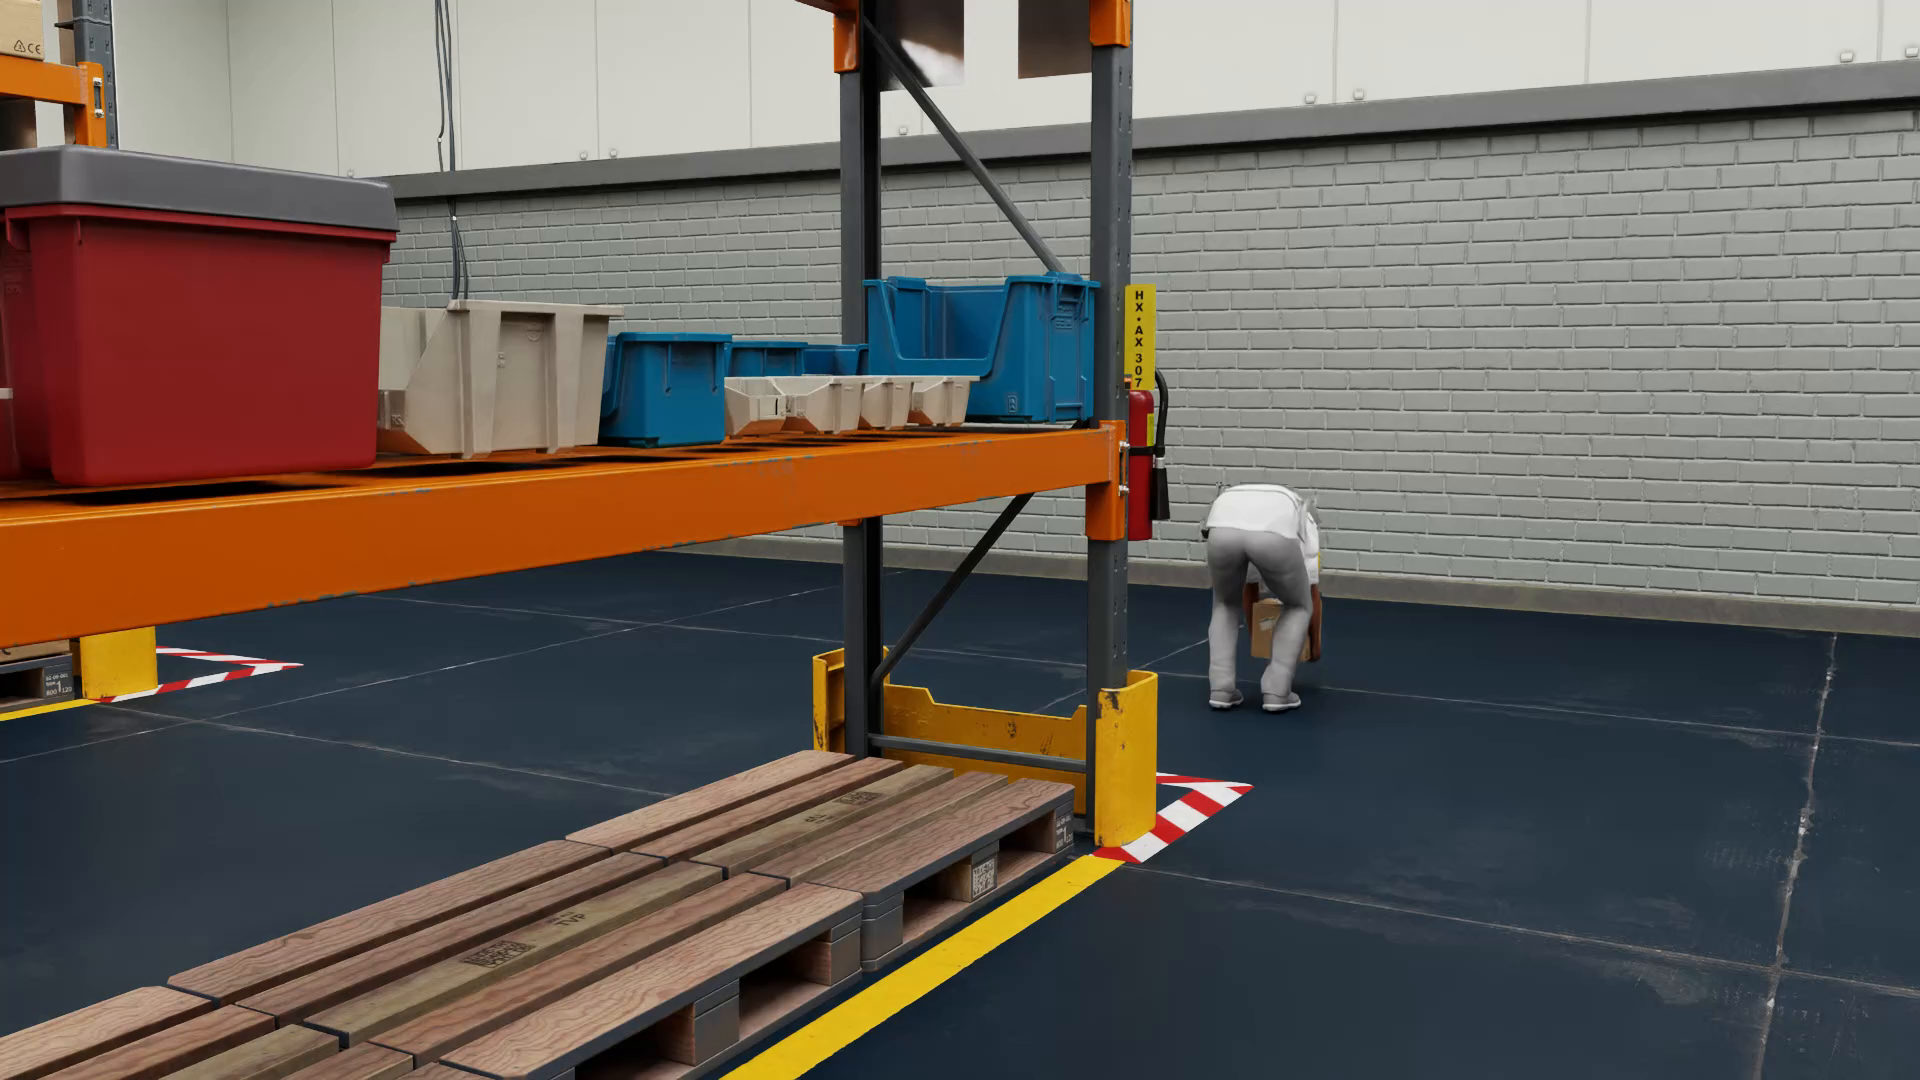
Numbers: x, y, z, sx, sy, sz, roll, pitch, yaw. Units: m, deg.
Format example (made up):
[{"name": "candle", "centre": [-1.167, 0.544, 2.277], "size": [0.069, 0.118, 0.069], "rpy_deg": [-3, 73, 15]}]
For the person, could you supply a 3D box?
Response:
[{"name": "person", "centre": [1.367, 0.232, 7.404], "size": [0.444, 0.987, 0.927], "rpy_deg": [3, 7, 26]}]
